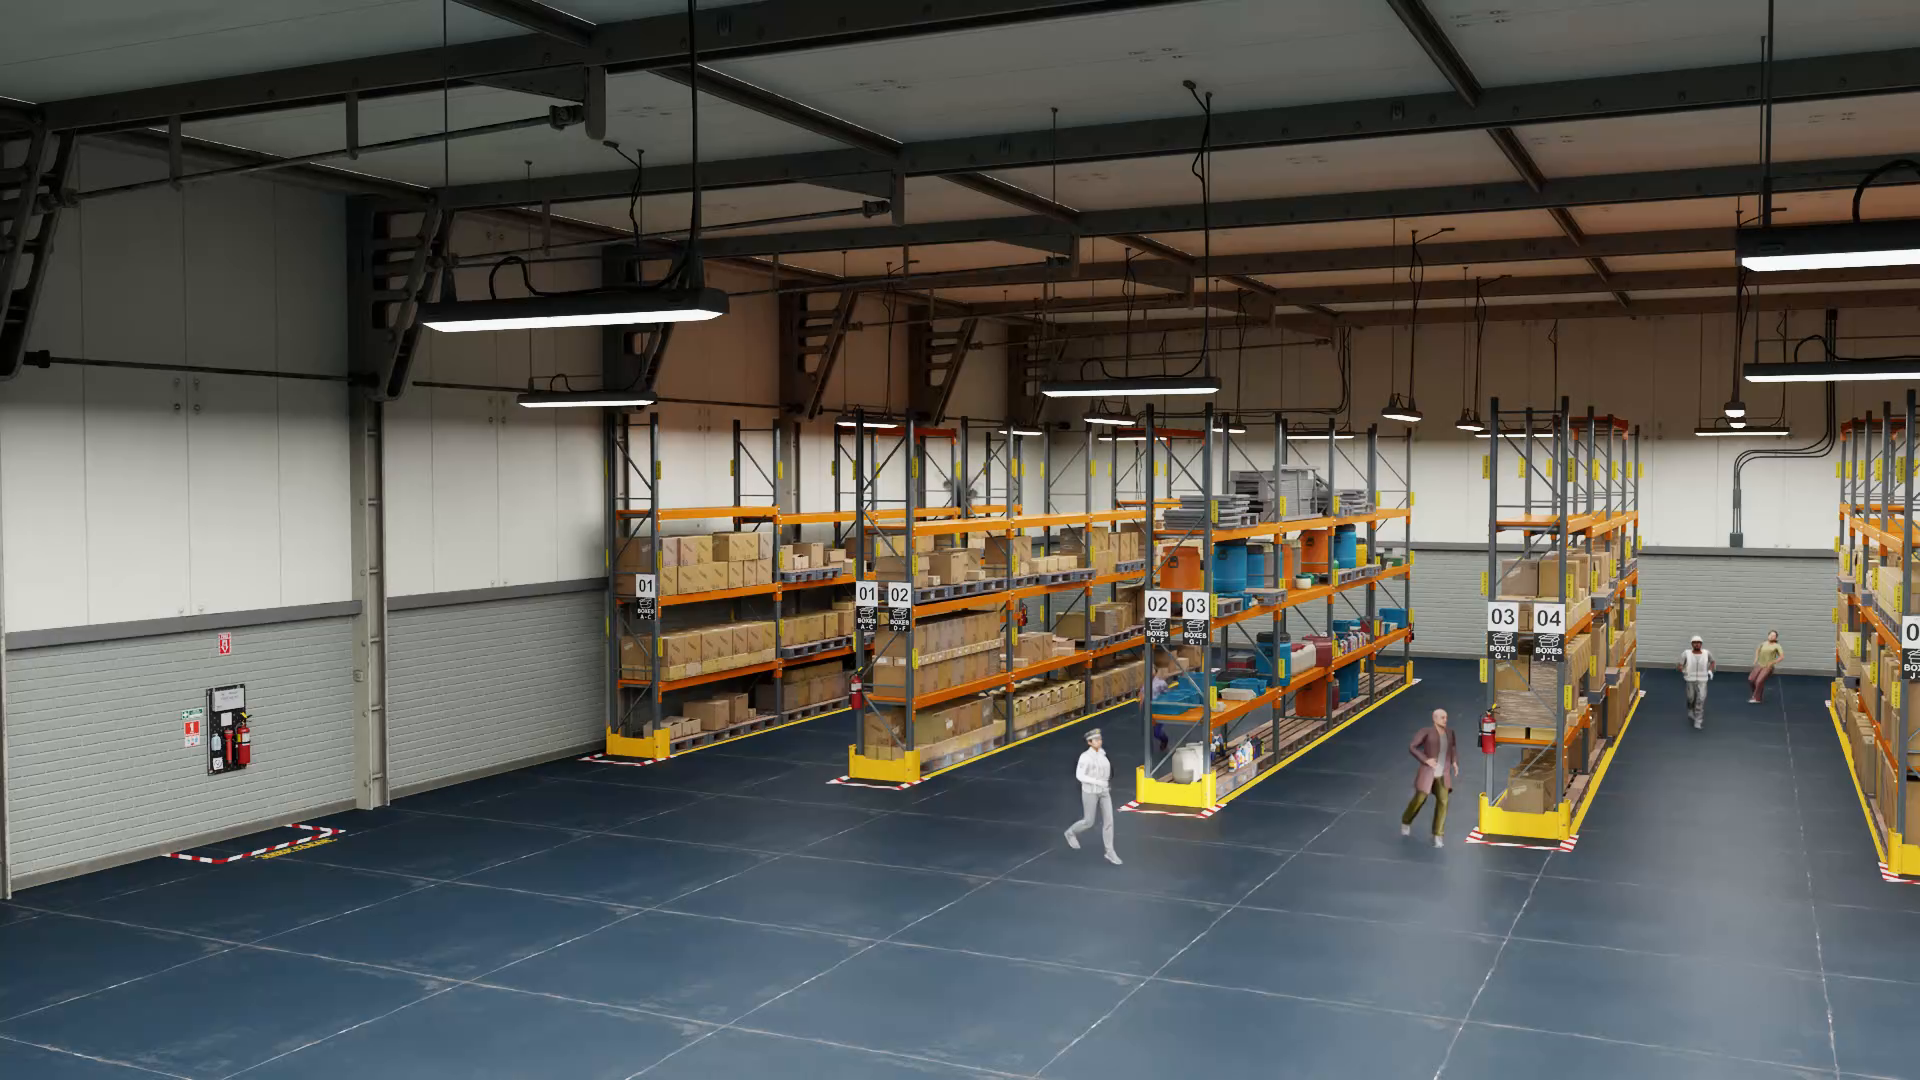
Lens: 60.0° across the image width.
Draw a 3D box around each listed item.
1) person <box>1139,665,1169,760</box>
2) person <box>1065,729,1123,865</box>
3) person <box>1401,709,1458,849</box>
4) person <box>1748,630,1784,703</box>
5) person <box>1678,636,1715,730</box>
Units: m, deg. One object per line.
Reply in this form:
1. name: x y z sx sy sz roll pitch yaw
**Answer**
1. person: 3.387 2.992 29.029 0.617 1.621 0.732 1 3 31
2. person: 1.728 3.260 21.351 0.628 1.699 0.932 -2 3 -40
3. person: 6.416 3.176 22.412 0.763 1.791 0.967 0 2 -8
4. person: 17.162 2.720 35.462 0.515 1.571 0.649 -1 3 -30
5. person: 14.375 2.758 32.462 0.682 1.782 0.916 1 3 20
